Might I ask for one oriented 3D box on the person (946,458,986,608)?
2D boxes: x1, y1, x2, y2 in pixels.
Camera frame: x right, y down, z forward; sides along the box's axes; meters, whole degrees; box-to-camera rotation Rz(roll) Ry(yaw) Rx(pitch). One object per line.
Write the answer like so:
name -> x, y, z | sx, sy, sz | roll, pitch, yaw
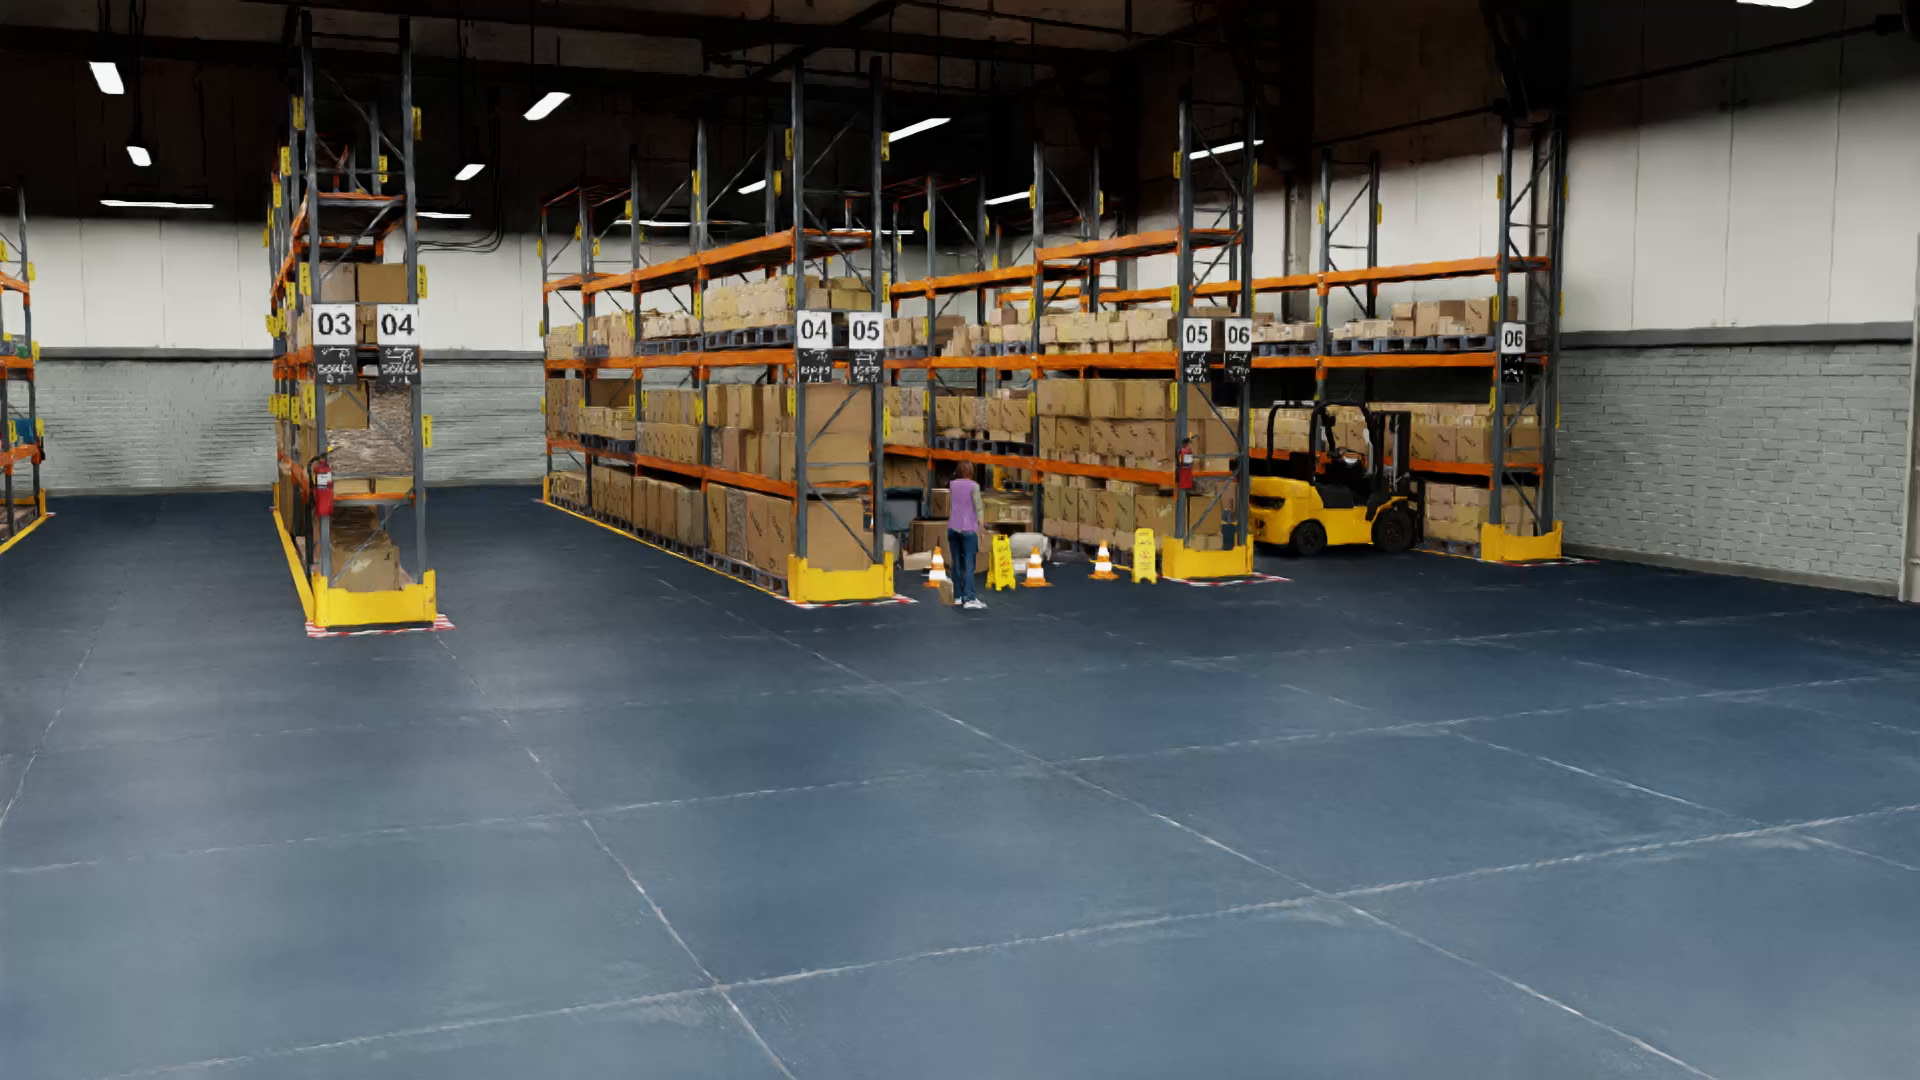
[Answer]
person -> 0.098, -0.081, 17.831 | 0.461, 1.602, 0.454 | 3, 7, 32
